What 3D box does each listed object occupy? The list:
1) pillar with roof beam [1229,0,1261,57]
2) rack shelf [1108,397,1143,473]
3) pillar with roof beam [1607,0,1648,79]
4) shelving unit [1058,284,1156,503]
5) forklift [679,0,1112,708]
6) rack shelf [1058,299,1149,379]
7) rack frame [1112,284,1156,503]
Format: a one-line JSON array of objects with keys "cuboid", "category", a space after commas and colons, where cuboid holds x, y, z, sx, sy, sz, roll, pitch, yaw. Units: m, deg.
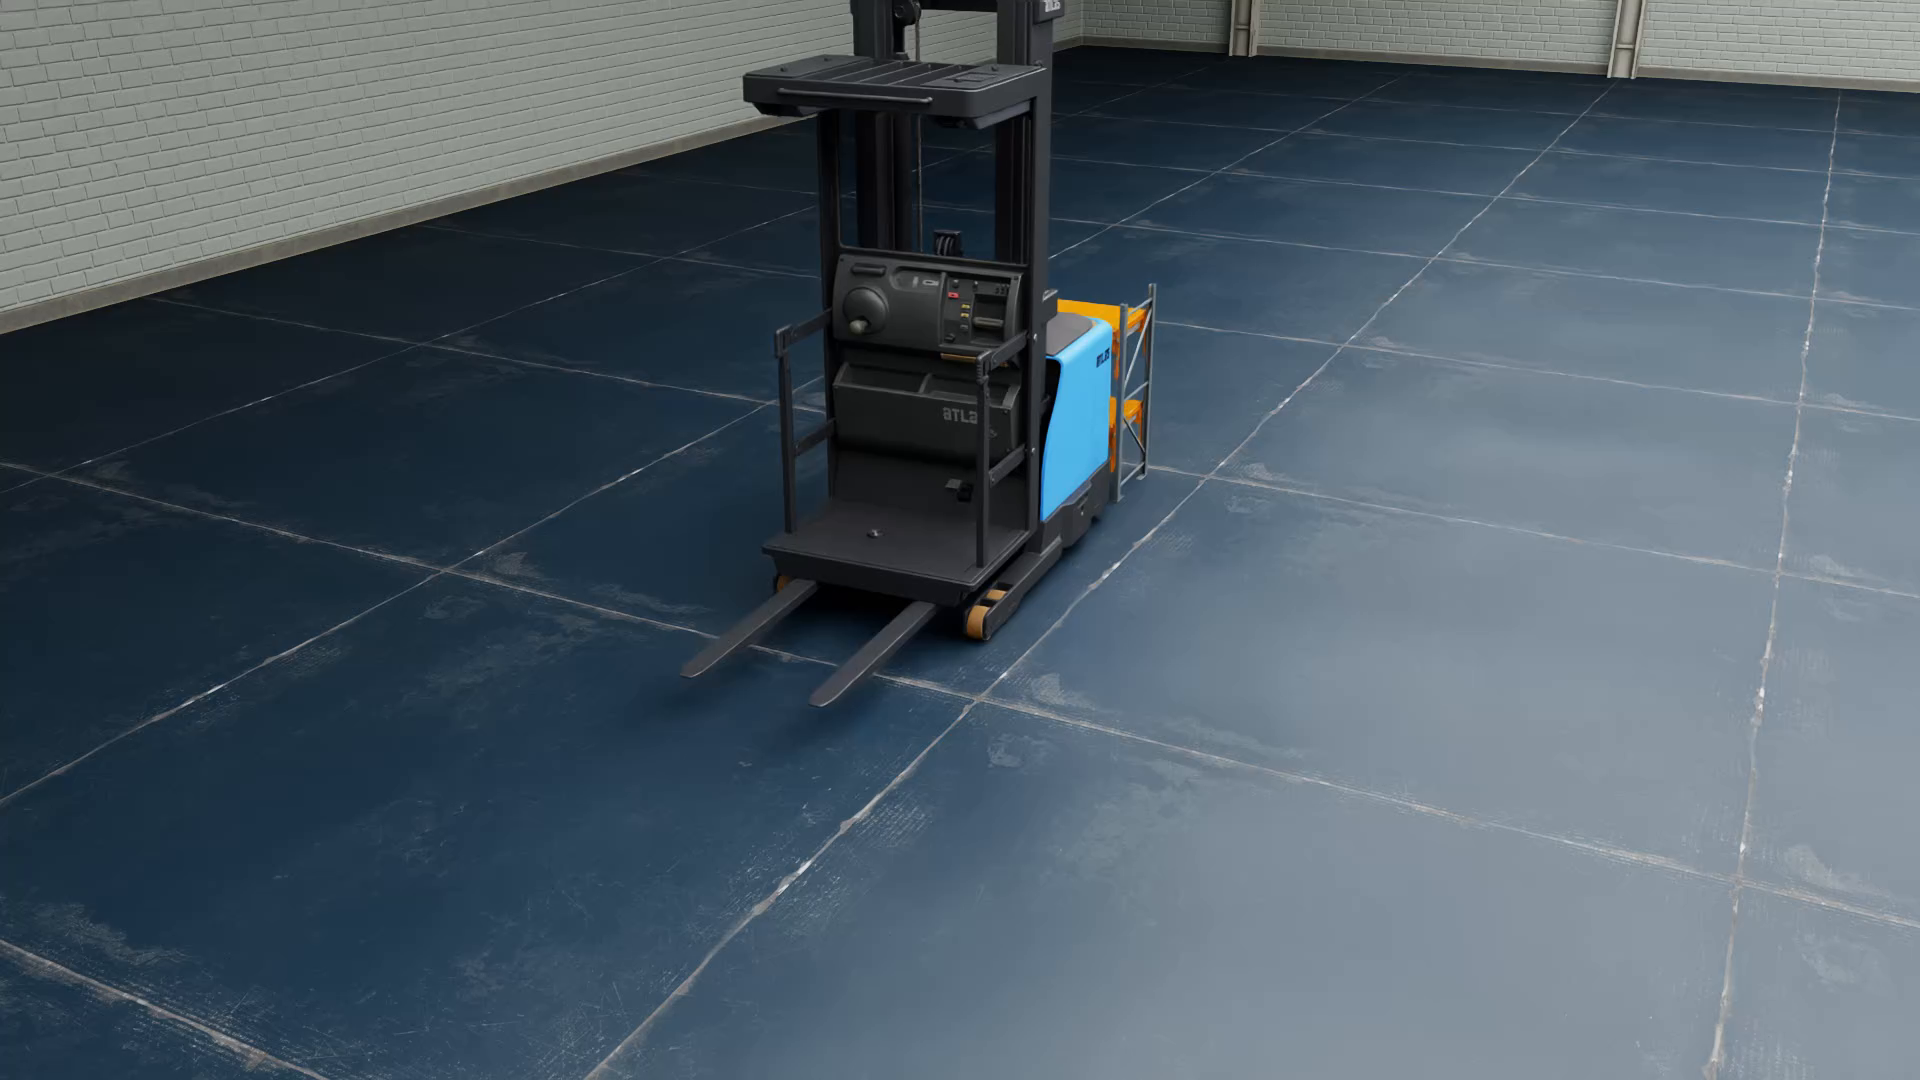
[{"cuboid": [2.792, -10.759, 22.551, 0.400, 9.000, 9.100, 11, 25, 25], "category": "pillar with roof beam"}, {"cuboid": [0.506, -0.673, 9.517, 1.000, 0.278, 0.538, 10, 25, 23], "category": "rack shelf"}, {"cuboid": [8.147, -9.700, 20.060, 0.400, 9.000, 9.100, 11, 25, 25], "category": "pillar with roof beam"}, {"cuboid": [0.507, -0.898, 9.422, 1.048, 1.125, 0.538, 10, 25, 23], "category": "shelving unit"}, {"cuboid": [-0.244, -1.074, 7.529, 1.130, 2.935, 3.031, 10, 25, 22], "category": "forklift"}, {"cuboid": [0.507, -1.167, 9.308, 1.000, 0.278, 0.538, 10, 25, 23], "category": "rack shelf"}, {"cuboid": [0.967, -0.813, 9.223, 0.032, 1.125, 0.500, 10, 25, 23], "category": "rack frame"}]
